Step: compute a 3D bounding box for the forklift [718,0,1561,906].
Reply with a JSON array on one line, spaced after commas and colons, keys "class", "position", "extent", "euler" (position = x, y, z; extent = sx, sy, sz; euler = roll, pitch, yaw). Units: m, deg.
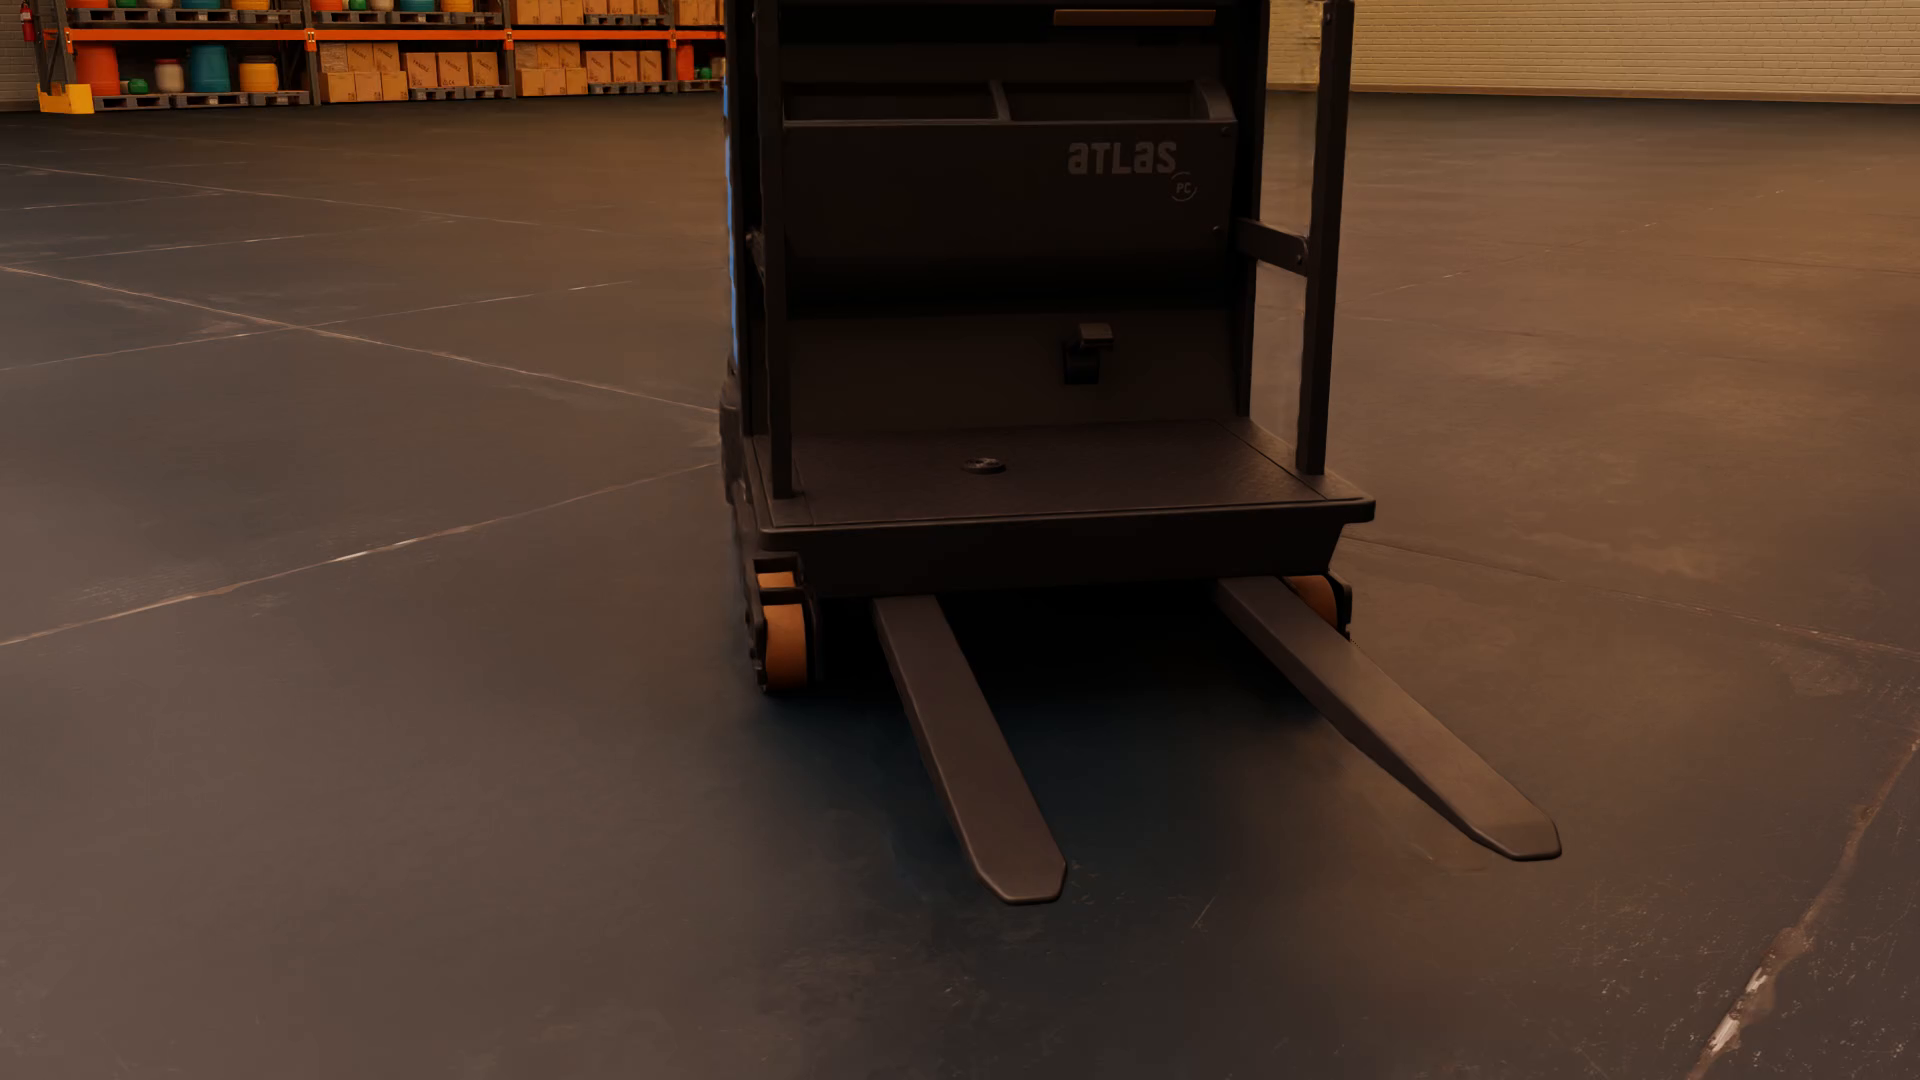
[{"class": "forklift", "position": [0.123, -1.237, 2.970], "extent": [1.130, 2.935, 3.031], "euler": [-3, 17, -9]}]
